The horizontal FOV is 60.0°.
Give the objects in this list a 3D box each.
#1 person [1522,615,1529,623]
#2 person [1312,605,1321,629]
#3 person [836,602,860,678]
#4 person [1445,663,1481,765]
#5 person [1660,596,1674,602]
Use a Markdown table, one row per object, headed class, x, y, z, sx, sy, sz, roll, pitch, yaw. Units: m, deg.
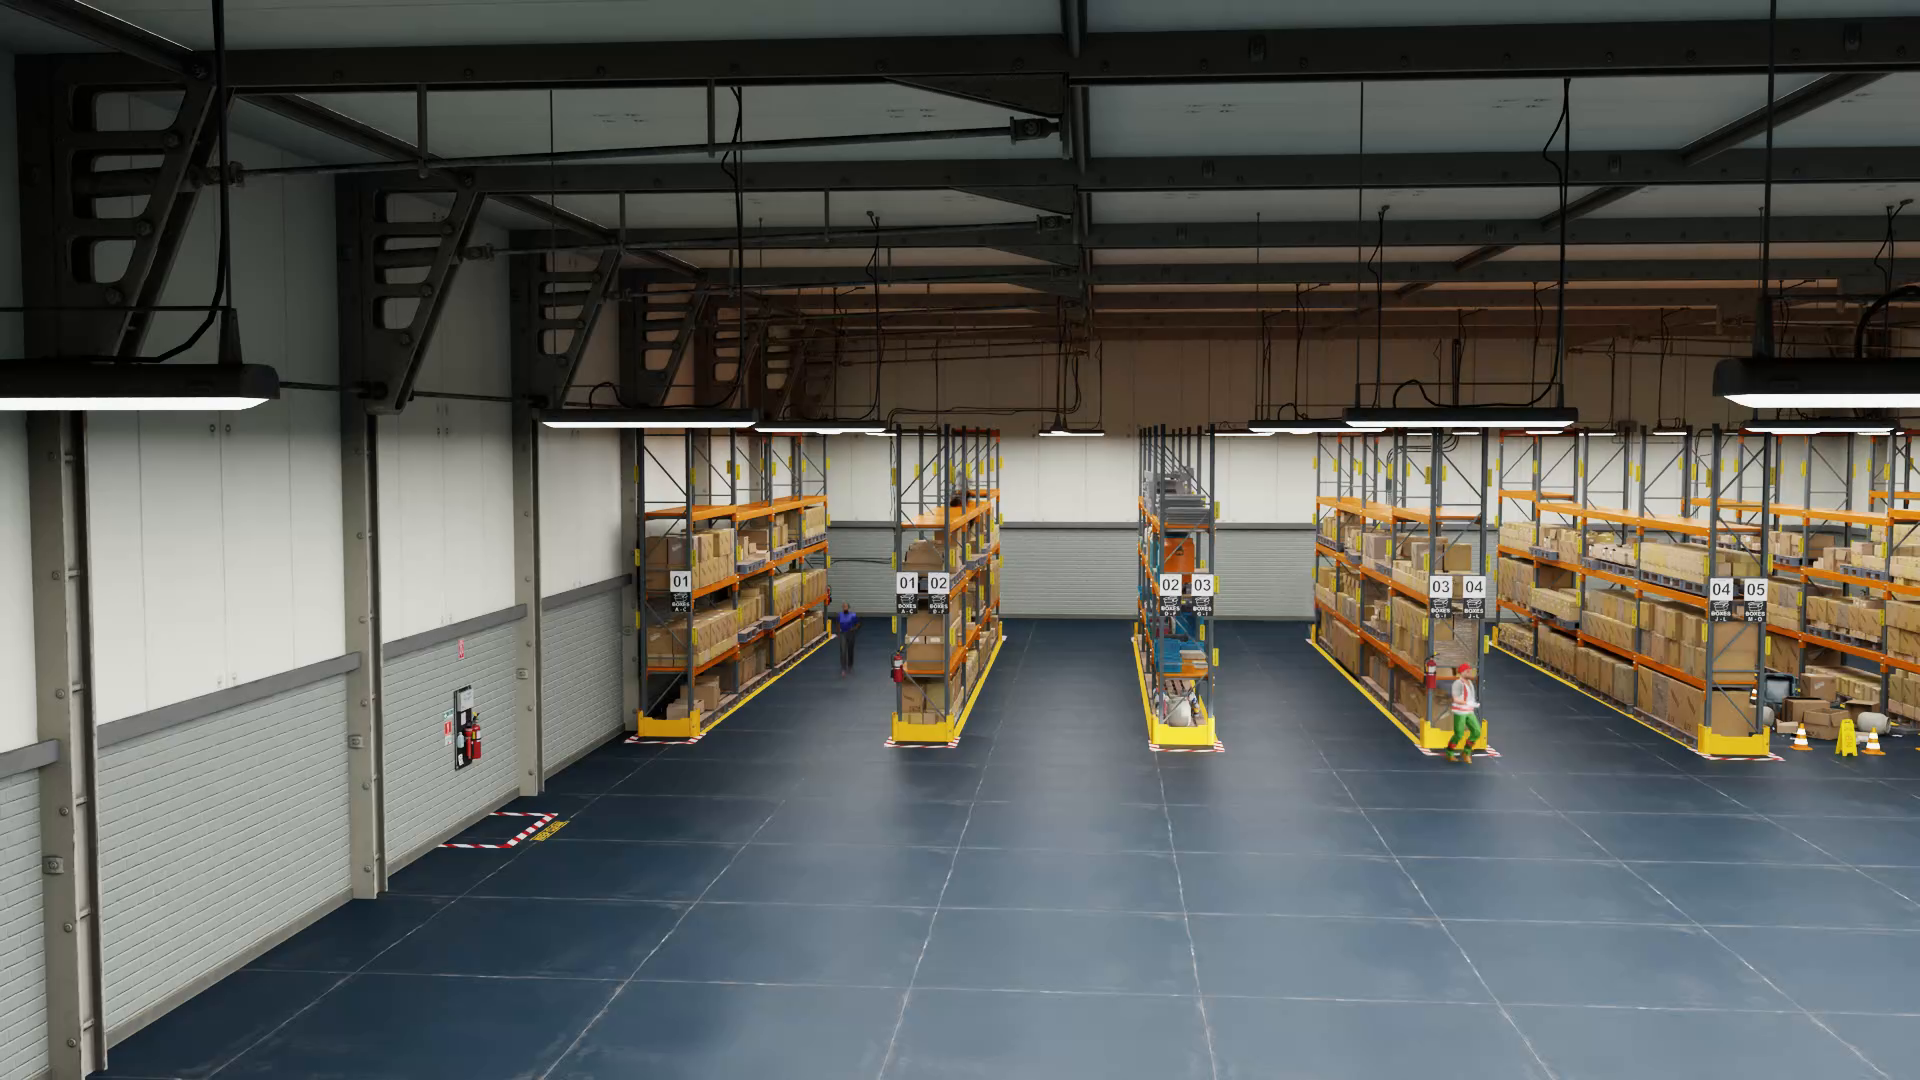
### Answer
| class | x | y | z | sx | sy | sz | roll | pitch | yaw |
| --- | --- | --- | --- | --- | --- | --- | --- | --- | --- |
| person | 16.292 | 1.996 | 47.382 | 0.762 | 1.647 | 0.637 | 0 | 4 | 8 |
| person | 10.360 | 2.035 | 47.941 | 0.527 | 1.535 | 0.535 | 1 | 4 | 21 |
| person | -2.577 | 2.274 | 38.320 | 0.575 | 1.710 | 0.742 | 0 | 3 | 2 |
| person | 8.875 | 3.069 | 29.197 | 0.679 | 1.820 | 0.721 | -3 | 4 | -37 |
| person | 20.158 | 1.985 | 47.216 | 0.669 | 1.791 | 0.716 | 1 | 4 | 16 |
